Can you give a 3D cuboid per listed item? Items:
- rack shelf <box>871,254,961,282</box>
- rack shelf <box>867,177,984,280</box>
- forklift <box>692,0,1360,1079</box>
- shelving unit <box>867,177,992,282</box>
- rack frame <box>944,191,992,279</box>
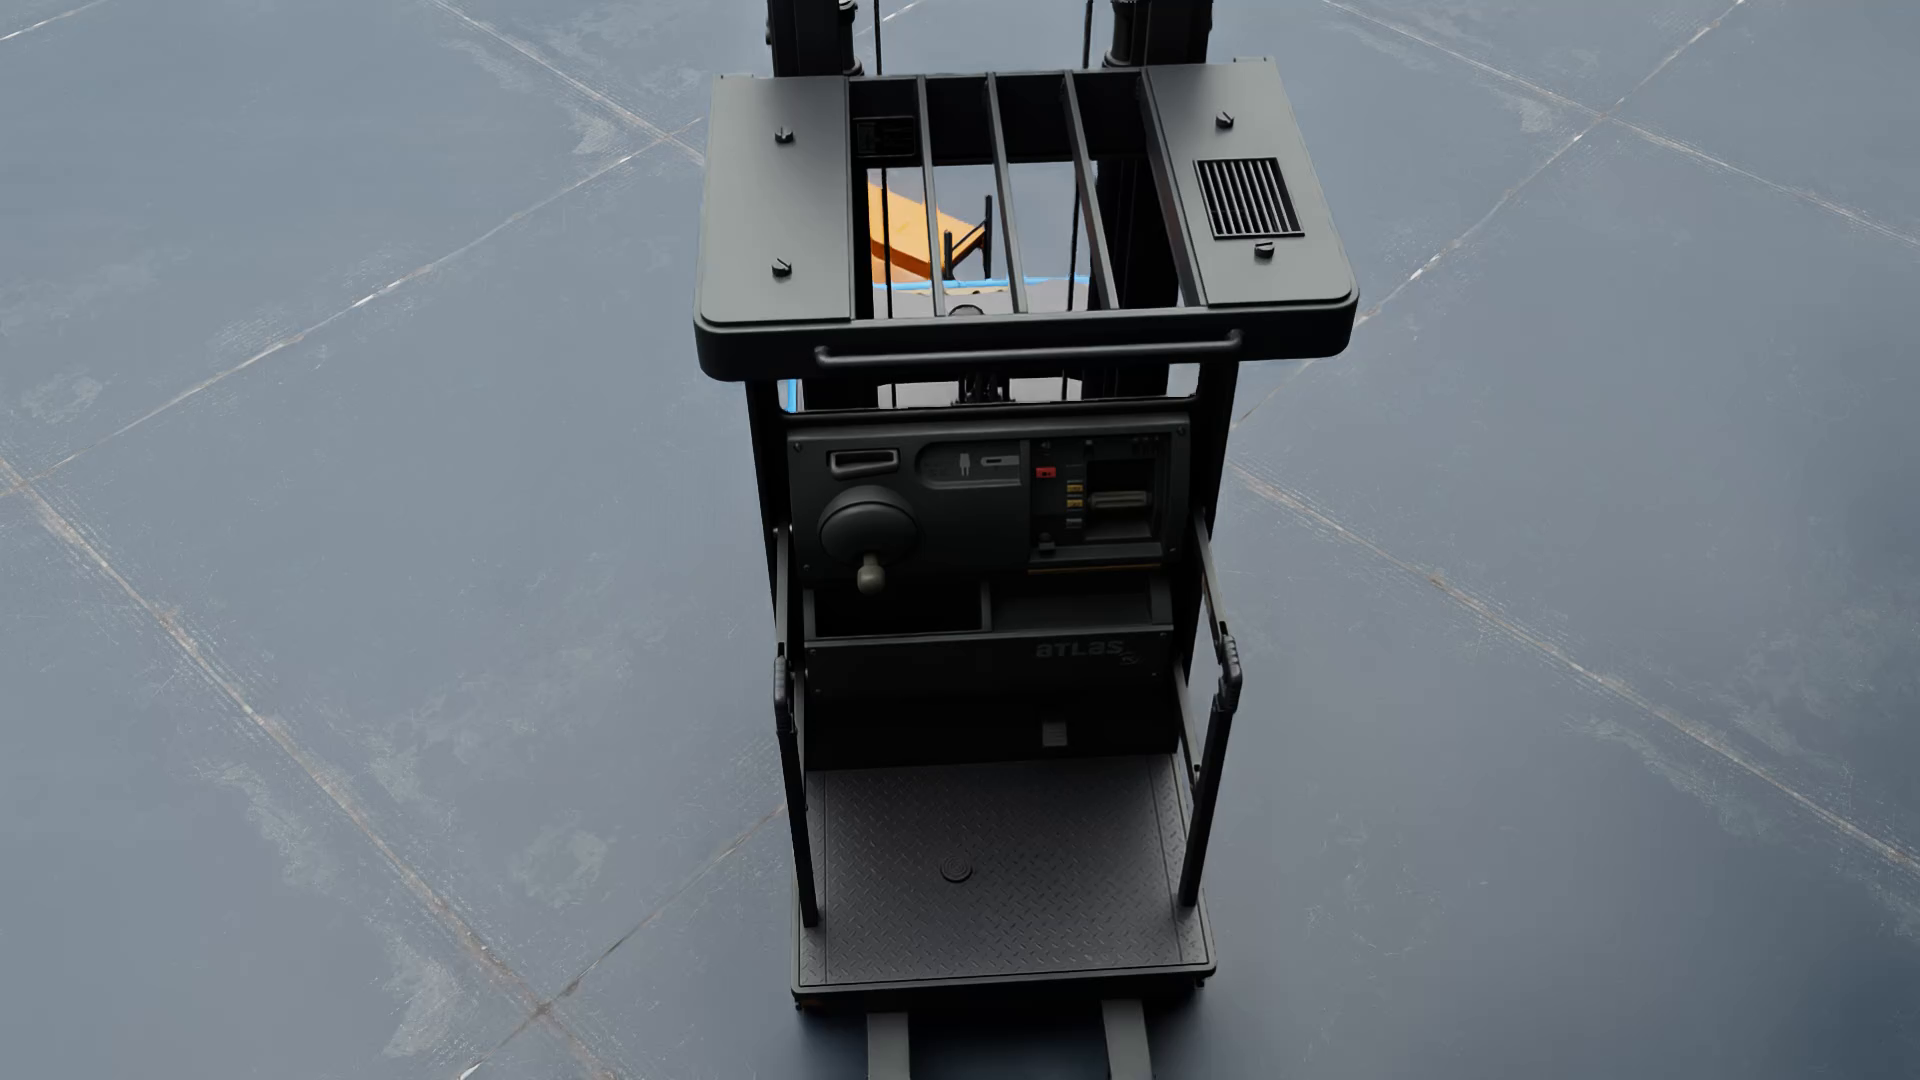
[{"bbox_3d":[-0.176,-0.793,5.457,0.480,0.148,0.258,26,52,23],"label":"rack shelf"},{"bbox_3d":[-0.176,-0.955,5.284,0.480,0.148,0.258,26,52,23],"label":"rack shelf"},{"bbox_3d":[0.086,0.013,3.727,1.130,2.935,3.031,-3,47,-2],"label":"forklift"},{"bbox_3d":[-0.176,-0.686,5.571,0.503,1.200,0.258,26,52,23],"label":"shelving unit"},{"bbox_3d":[0.025,-0.585,5.477,0.015,1.200,0.240,26,52,23],"label":"rack frame"}]
